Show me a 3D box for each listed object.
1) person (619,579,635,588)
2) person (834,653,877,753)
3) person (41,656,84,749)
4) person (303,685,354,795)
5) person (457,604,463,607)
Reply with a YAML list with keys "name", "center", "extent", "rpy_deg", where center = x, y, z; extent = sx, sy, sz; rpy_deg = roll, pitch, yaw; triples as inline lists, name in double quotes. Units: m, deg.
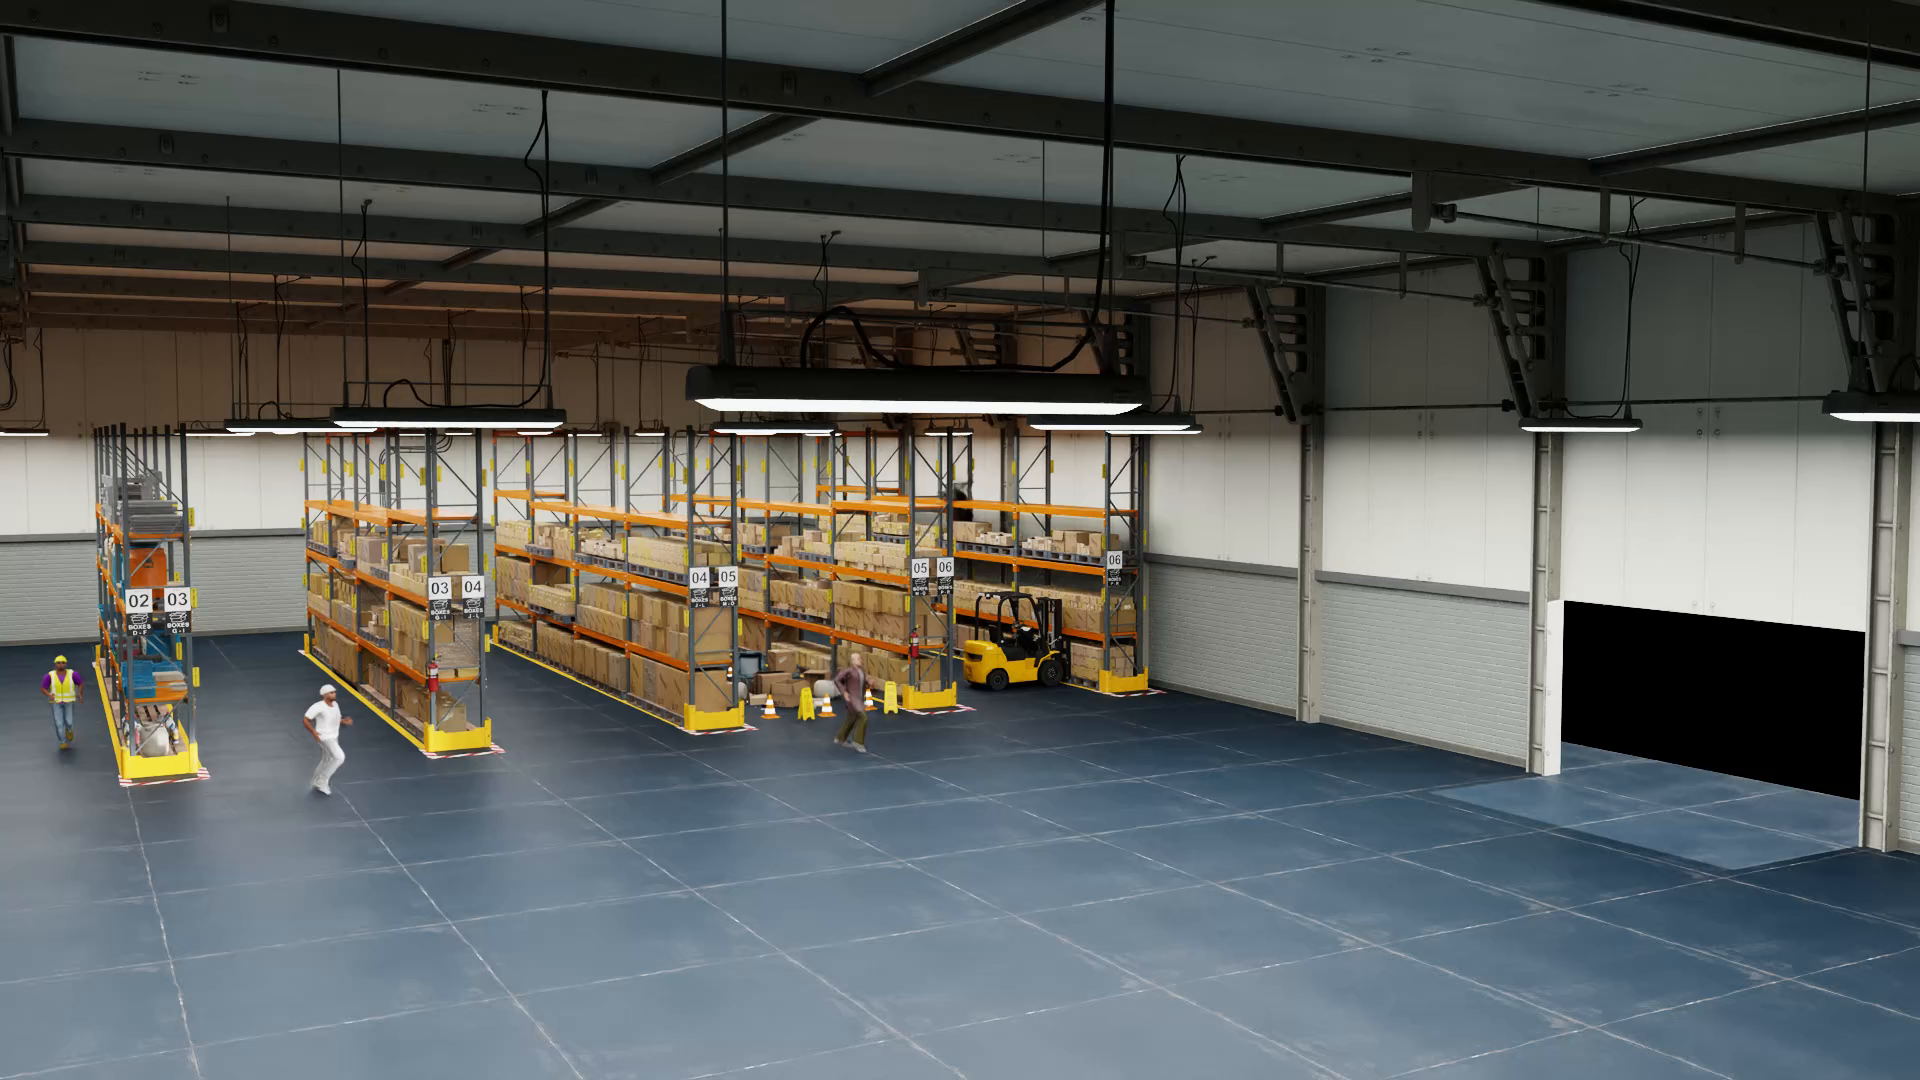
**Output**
- name: "person"
  center: [-10.071, 1.807, 49.994]
  extent: [0.854, 1.816, 0.659]
  rpy_deg: [-2, 4, -30]
- name: "person"
  center: [-1.935, 2.999, 30.610]
  extent: [0.844, 1.856, 0.665]
  rpy_deg: [1, 4, 23]
- name: "person"
  center: [-16.607, 3.000, 30.775]
  extent: [0.700, 1.723, 0.582]
  rpy_deg: [-2, 4, -28]
- name: "person"
  center: [-10.202, 3.222, 26.943]
  extent: [0.684, 1.771, 0.668]
  rpy_deg: [0, 3, 4]
- name: "person"
  center: [-14.123, 2.093, 47.013]
  extent: [0.614, 1.594, 0.482]
  rpy_deg: [2, 4, 29]
